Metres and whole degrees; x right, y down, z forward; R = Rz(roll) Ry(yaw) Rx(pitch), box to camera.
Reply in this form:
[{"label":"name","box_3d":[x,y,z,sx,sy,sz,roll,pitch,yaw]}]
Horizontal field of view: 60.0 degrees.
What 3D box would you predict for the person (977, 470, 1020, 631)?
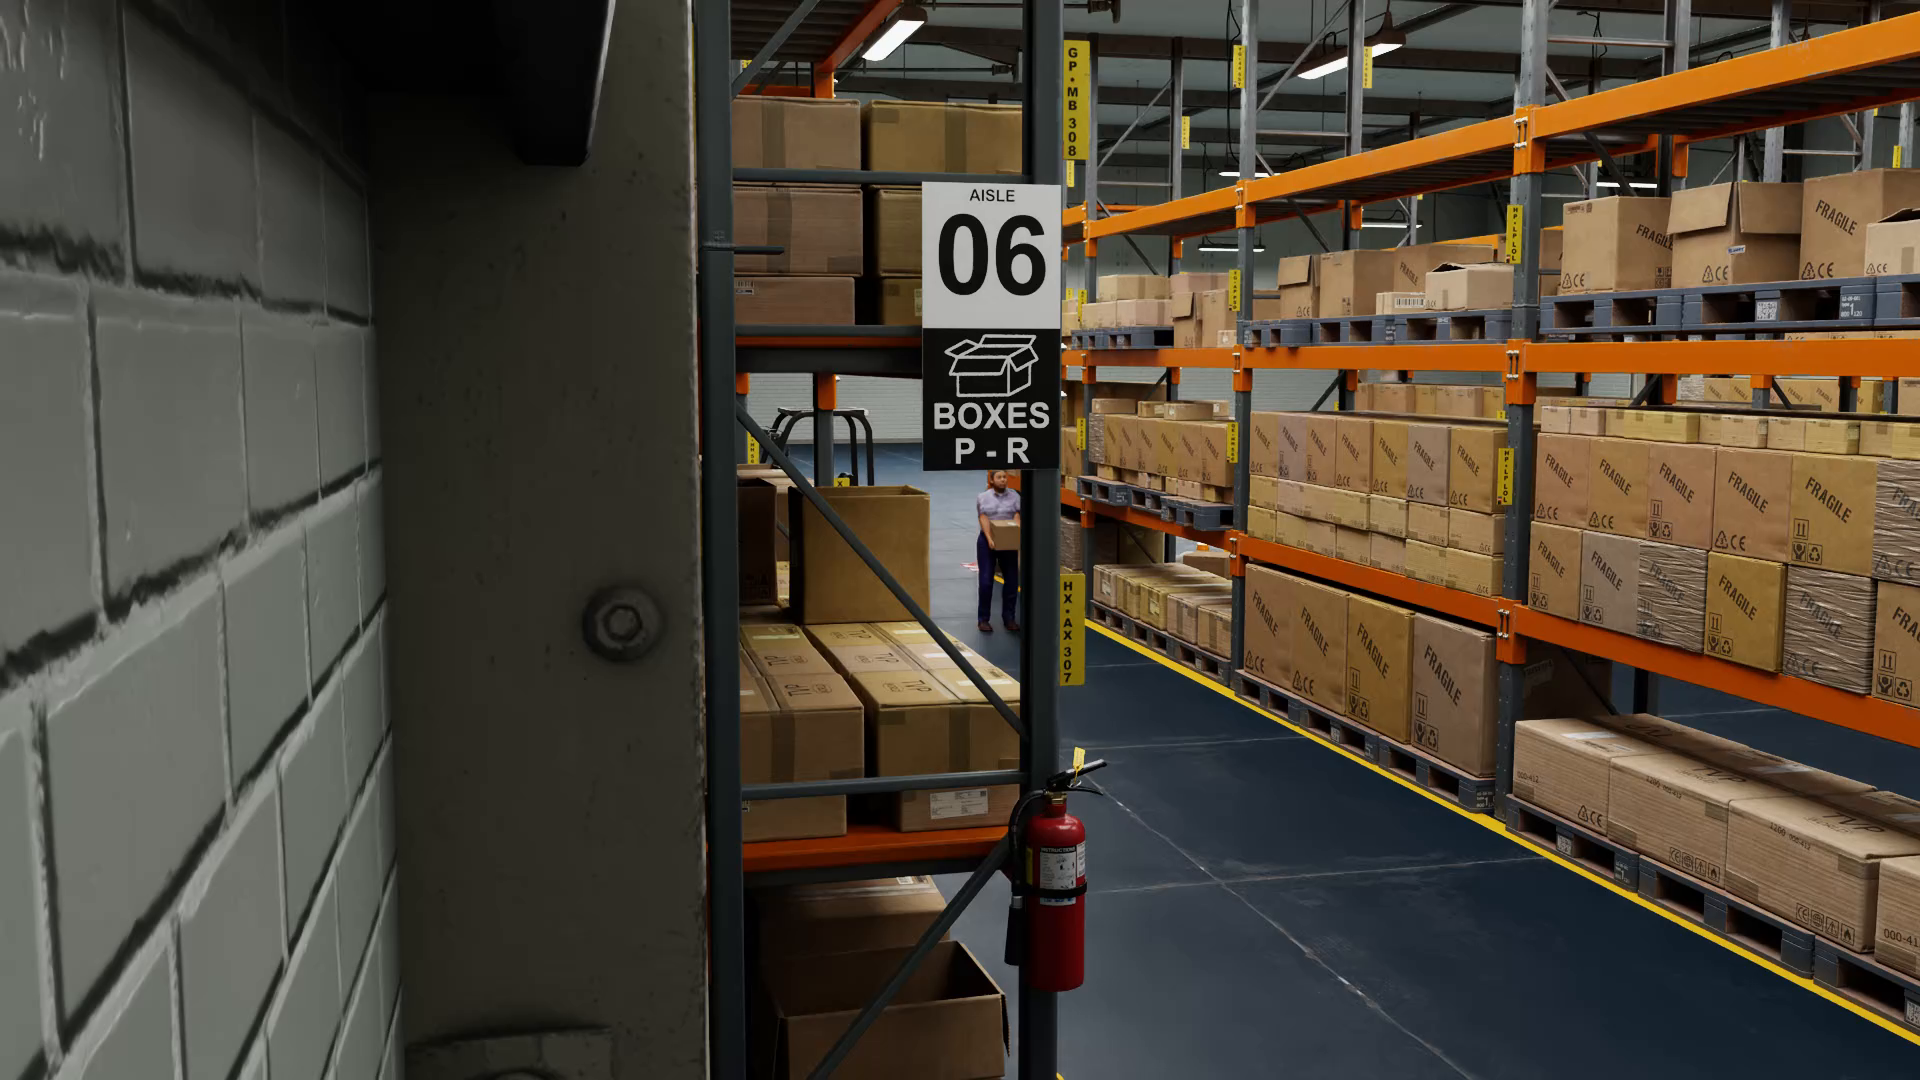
[{"label":"person","box_3d":[0.407,0.090,16.677,0.441,1.646,0.519,-2,6,-14]}]
